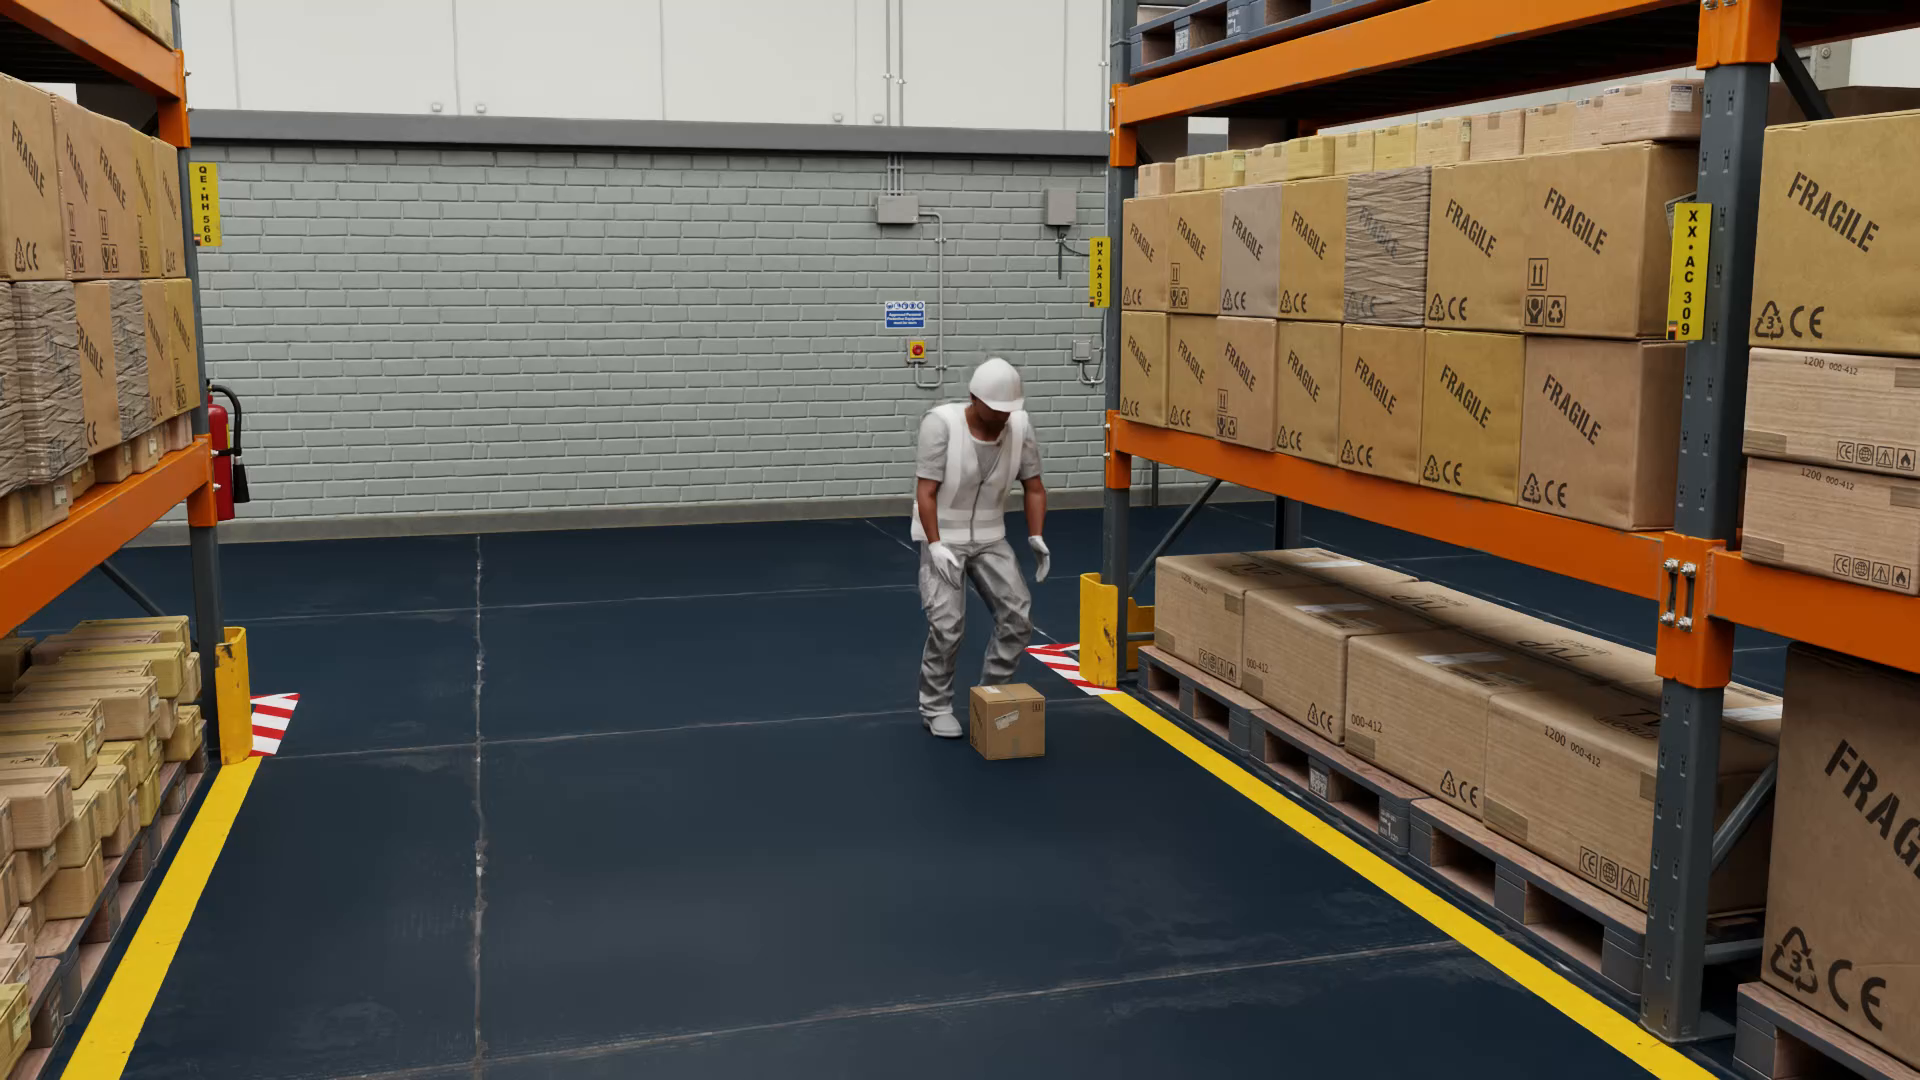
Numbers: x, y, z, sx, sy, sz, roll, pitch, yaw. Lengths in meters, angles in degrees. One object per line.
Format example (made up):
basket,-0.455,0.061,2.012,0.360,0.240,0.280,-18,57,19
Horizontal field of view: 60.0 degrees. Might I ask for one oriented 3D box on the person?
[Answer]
person,0.081,0.024,7.171,0.598,1.624,0.606,-4,10,-22
